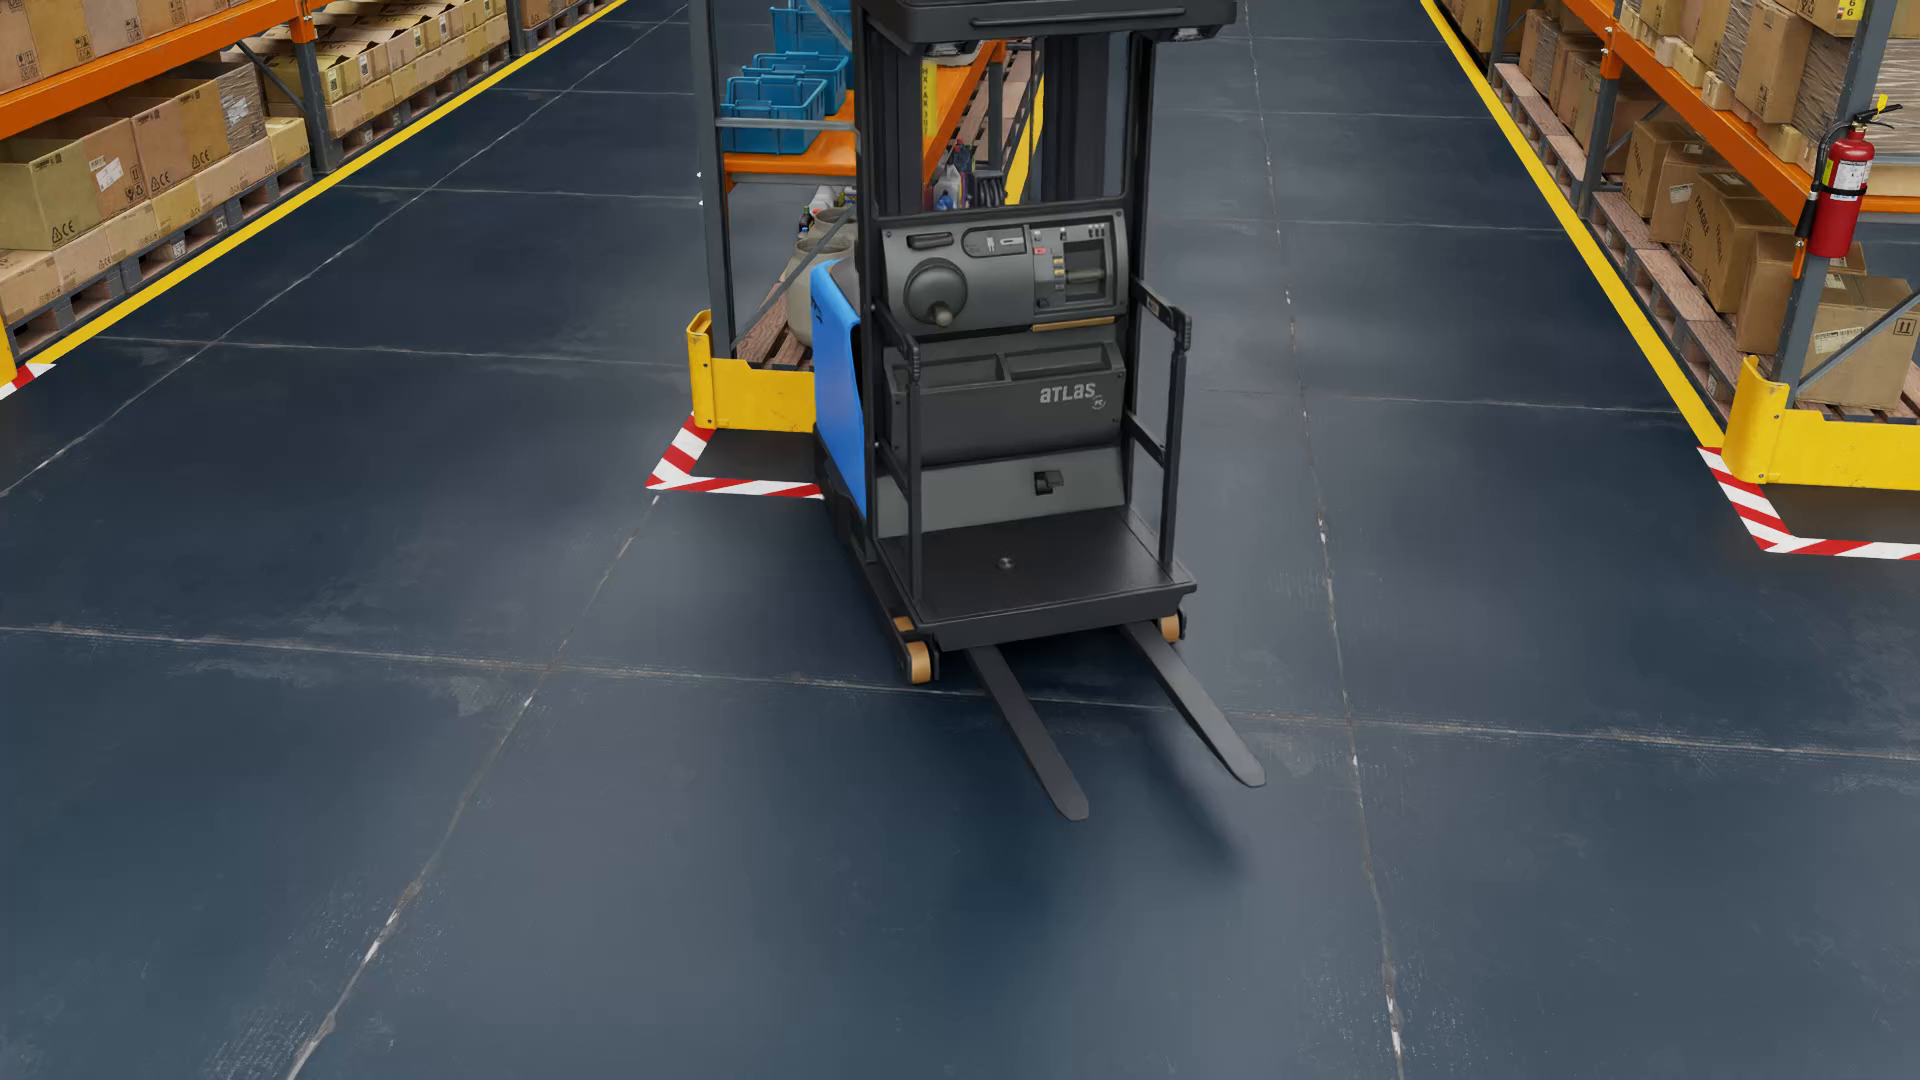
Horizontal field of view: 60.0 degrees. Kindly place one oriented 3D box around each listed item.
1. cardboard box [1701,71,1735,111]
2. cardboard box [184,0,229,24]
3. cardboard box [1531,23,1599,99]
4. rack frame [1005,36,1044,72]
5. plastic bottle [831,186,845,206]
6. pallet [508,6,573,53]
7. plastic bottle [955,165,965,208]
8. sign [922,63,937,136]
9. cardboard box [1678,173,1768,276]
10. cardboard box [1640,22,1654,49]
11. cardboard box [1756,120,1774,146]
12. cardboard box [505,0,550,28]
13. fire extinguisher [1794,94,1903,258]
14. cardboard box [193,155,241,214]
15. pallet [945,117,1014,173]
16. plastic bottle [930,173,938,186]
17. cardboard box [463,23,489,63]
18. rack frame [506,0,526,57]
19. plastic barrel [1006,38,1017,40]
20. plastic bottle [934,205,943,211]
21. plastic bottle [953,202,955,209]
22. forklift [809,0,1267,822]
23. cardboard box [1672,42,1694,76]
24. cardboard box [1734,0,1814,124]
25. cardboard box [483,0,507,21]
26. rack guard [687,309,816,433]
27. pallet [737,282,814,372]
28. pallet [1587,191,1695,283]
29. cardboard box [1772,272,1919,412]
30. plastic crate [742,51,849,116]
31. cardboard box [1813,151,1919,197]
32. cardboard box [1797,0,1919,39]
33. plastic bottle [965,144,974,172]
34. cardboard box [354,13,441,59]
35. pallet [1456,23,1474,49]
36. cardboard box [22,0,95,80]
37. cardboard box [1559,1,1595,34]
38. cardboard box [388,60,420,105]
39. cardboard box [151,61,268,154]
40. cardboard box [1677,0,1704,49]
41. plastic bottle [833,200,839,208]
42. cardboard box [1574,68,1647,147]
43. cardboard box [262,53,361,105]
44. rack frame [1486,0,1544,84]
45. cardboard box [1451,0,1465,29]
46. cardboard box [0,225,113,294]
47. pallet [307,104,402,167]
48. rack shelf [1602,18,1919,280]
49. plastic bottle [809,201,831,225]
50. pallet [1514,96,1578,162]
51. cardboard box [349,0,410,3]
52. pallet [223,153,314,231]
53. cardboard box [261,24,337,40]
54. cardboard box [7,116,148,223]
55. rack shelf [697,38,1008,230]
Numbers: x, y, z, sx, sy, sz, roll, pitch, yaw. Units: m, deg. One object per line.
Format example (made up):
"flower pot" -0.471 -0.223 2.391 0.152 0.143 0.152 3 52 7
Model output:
"cardboard box" 4.125 -2.349 8.712 0.380 0.149 0.250 3 28 6
"cardboard box" -5.232 -3.647 10.752 0.700 0.500 0.500 3 28 6
"cardboard box" 5.078 -3.881 13.464 0.700 0.500 0.500 1 28 2
"rack frame" 0.280 -5.654 14.583 1.000 3.000 0.127 3 28 6
"plastic bottle" -0.796 -2.154 10.415 0.144 0.351 0.185 3 28 6
"pallet" -4.507 -5.066 16.430 1.003 0.211 1.213 3 28 6
"plastic bottle" -0.005 -2.280 10.720 0.061 0.283 0.133 5 29 10
"sign" -0.155 -1.977 7.464 0.100 0.325 0.005 3 28 6
"cardboard box" 4.556 -1.815 9.650 0.500 0.500 0.500 1 28 2
"cardboard box" 4.334 -3.053 10.020 0.380 0.149 0.250 3 28 6
"cardboard box" 4.102 -1.992 8.049 0.380 0.149 0.250 3 28 6
"cardboard box" -4.296 -5.235 15.976 0.500 0.500 0.500 5 29 8
"fire extinguisher" 3.744 -1.540 7.027 0.296 0.674 0.183 3 28 6
"cardboard box" -5.083 -2.334 10.875 0.500 0.250 0.500 3 28 6
"pallet" -0.153 -2.916 12.440 1.003 0.211 1.213 3 28 6
"plastic bottle" -0.171 -2.201 10.573 0.061 0.283 0.133 3 28 6
"cardboard box" -4.518 -4.414 14.737 0.500 0.250 0.500 3 28 6
"rack frame" -4.636 -5.944 15.121 1.000 3.000 0.127 3 28 6
"plastic barrel" 0.323 -5.115 15.428 0.600 0.830 0.708 3 28 6
"plastic bottle" -0.127 -1.878 9.986 0.097 0.271 0.097 0 28 0
"plastic bottle" -0.077 -2.038 10.356 0.097 0.201 0.097 0 28 0
"forklift" 0.236 -0.956 5.934 1.130 2.935 3.031 -8 29 -14
"cardboard box" 4.252 -2.700 9.363 0.380 0.149 0.250 3 28 6
"cardboard box" 4.252 -2.276 7.892 0.875 0.500 0.500 3 28 6
"cardboard box" -4.456 -4.904 15.056 0.500 0.311 0.500 4 29 8
"rack guard" -0.738 -0.827 8.258 1.175 0.500 0.348 3 28 6
"pallet" -0.633 -1.082 9.035 1.003 0.211 1.213 3 28 6
"pallet" 4.658 -1.938 10.625 1.003 0.211 1.213 3 28 6
"cardboard box" 4.308 -0.978 8.096 0.500 0.500 0.500 9 30 16
"plastic crate" -0.851 -2.382 8.665 0.499 0.251 0.408 3 28 6
"cardboard box" 4.045 -1.636 7.390 0.380 0.149 0.250 3 28 6
"cardboard box" 4.037 -2.489 7.235 0.500 0.500 0.500 3 28 6
"plastic bottle" 0.058 -2.524 11.172 0.061 0.283 0.133 5 29 9
"cardboard box" -4.641 -4.186 13.723 0.500 0.311 0.500 4 29 8
"pallet" 5.519 -5.078 16.454 1.003 0.211 1.213 3 28 6
"cardboard box" -5.420 -2.922 9.406 0.700 0.500 0.500 4 29 7
"cardboard box" 5.088 -4.223 13.306 0.500 0.250 0.500 7 29 12
"cardboard box" -4.706 -3.696 13.403 0.500 0.250 0.500 3 28 5
"cardboard box" -5.039 -2.900 11.136 0.500 0.500 0.500 3 28 6
"cardboard box" 4.531 -2.976 9.192 0.875 0.500 0.500 3 28 6
"plastic bottle" -0.747 -1.888 9.991 0.061 0.283 0.133 3 28 6
"cardboard box" 4.879 -3.088 11.991 0.700 0.500 0.500 3 28 6
"cardboard box" -4.828 -3.463 12.380 0.500 0.311 0.500 3 29 6
"rack frame" 5.195 -5.367 14.049 1.000 3.000 0.127 3 28 6
"cardboard box" 5.418 -5.359 15.832 1.225 0.875 0.875 3 29 6
"cardboard box" -5.272 -1.628 9.565 0.500 0.250 0.500 3 28 6
"pallet" -5.074 -3.183 12.935 1.003 0.211 1.213 3 28 6
"rack shelf" 4.460 -2.226 8.977 1.077 0.370 4.000 3 28 6
"plastic bottle" -0.852 -1.890 10.004 0.152 0.276 0.135 4 29 7
"pallet" 4.946 -3.199 12.965 1.003 0.211 1.213 3 28 6
"cardboard box" -5.047 -4.688 14.654 0.500 0.311 0.500 3 28 5
"pallet" -5.265 -2.462 11.597 1.003 0.211 1.213 3 28 6
"cardboard box" -5.240 -3.970 13.321 0.500 0.311 0.500 3 28 6
"cardboard box" -5.222 -2.194 9.825 0.500 0.500 0.500 3 28 6
"rack shelf" -0.455 -2.513 9.511 1.077 0.370 4.000 3 28 6
